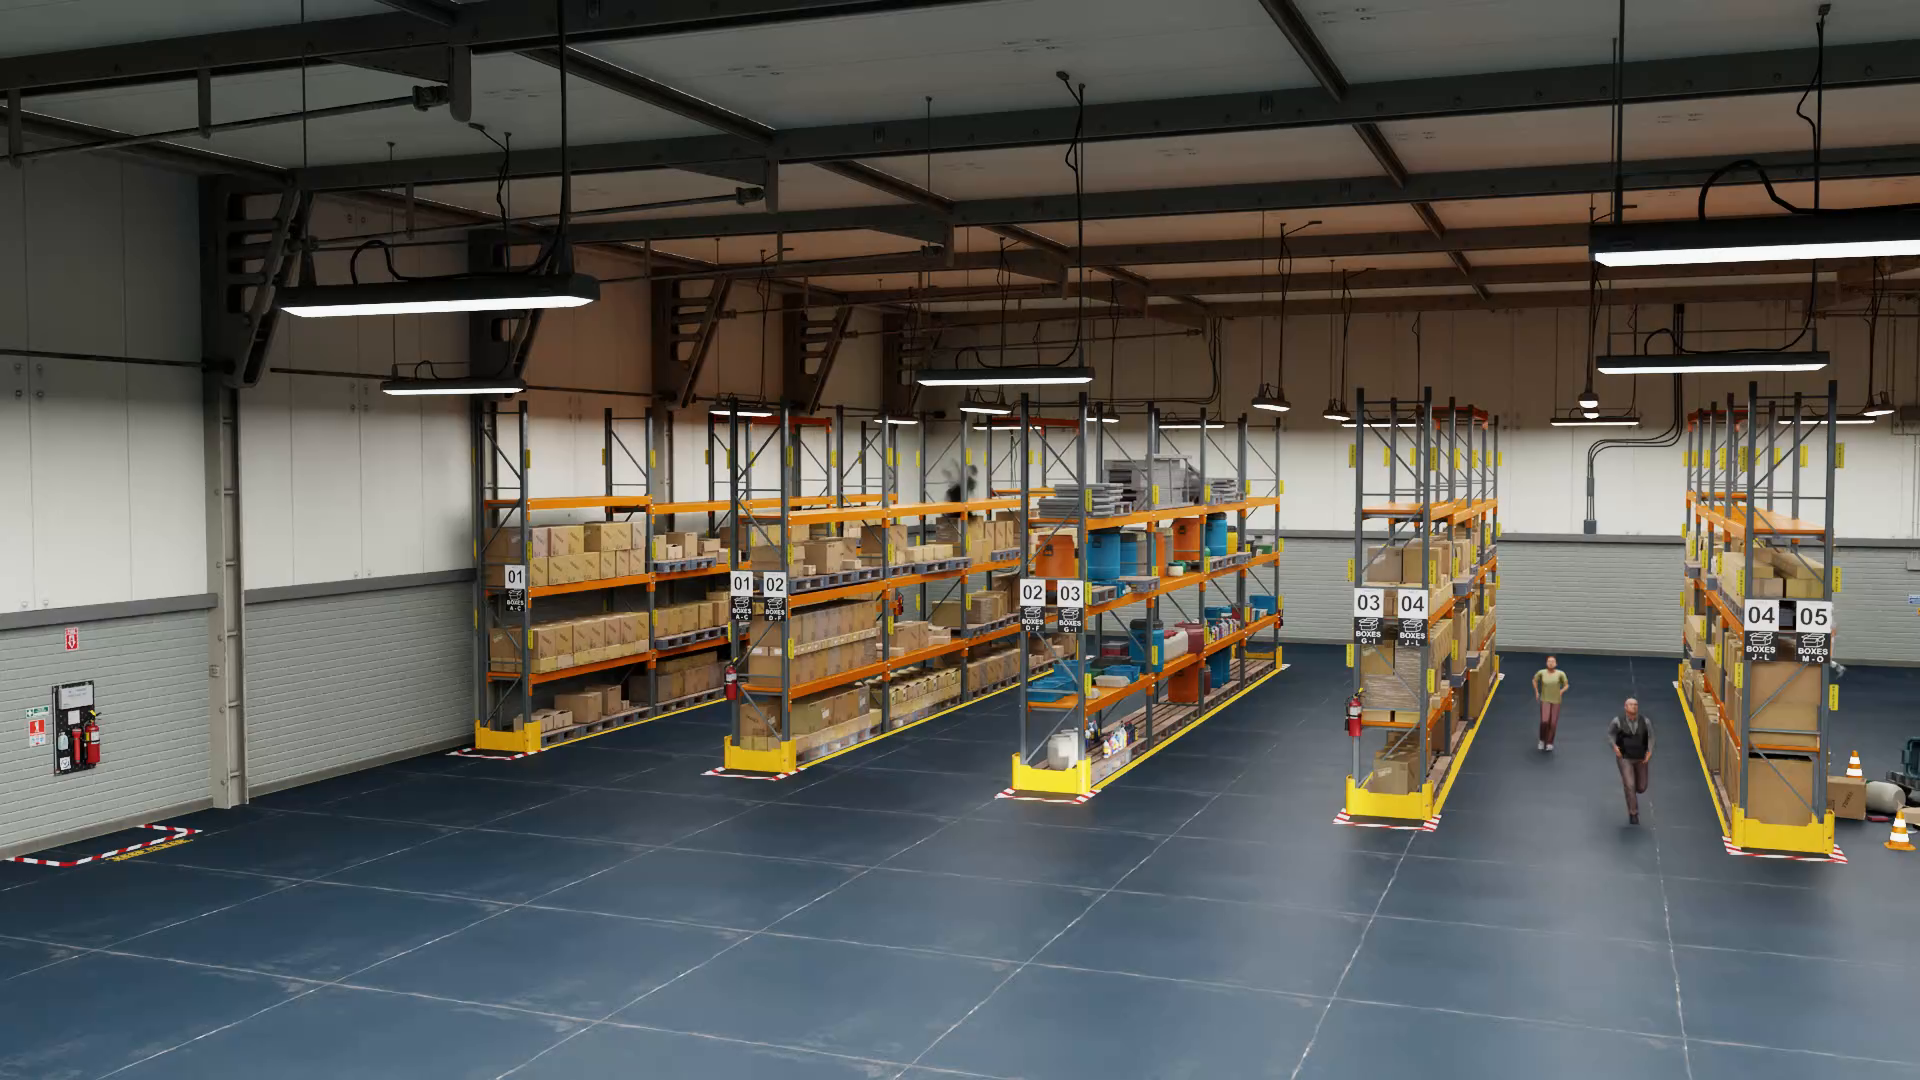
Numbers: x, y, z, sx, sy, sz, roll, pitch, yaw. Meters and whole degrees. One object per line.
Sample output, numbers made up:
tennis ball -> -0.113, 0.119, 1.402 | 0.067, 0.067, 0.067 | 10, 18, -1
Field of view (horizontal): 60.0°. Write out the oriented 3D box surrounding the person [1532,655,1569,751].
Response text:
person -> 10.105, 2.786, 28.430 | 0.581, 1.646, 0.623 | 1, 3, 14

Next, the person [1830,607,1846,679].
person -> 19.373, 2.320, 37.198 | 0.780, 1.748, 0.653 | 0, 3, 1

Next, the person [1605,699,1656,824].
person -> 9.357, 3.053, 23.192 | 0.656, 1.698, 0.874 | 0, 3, 5
